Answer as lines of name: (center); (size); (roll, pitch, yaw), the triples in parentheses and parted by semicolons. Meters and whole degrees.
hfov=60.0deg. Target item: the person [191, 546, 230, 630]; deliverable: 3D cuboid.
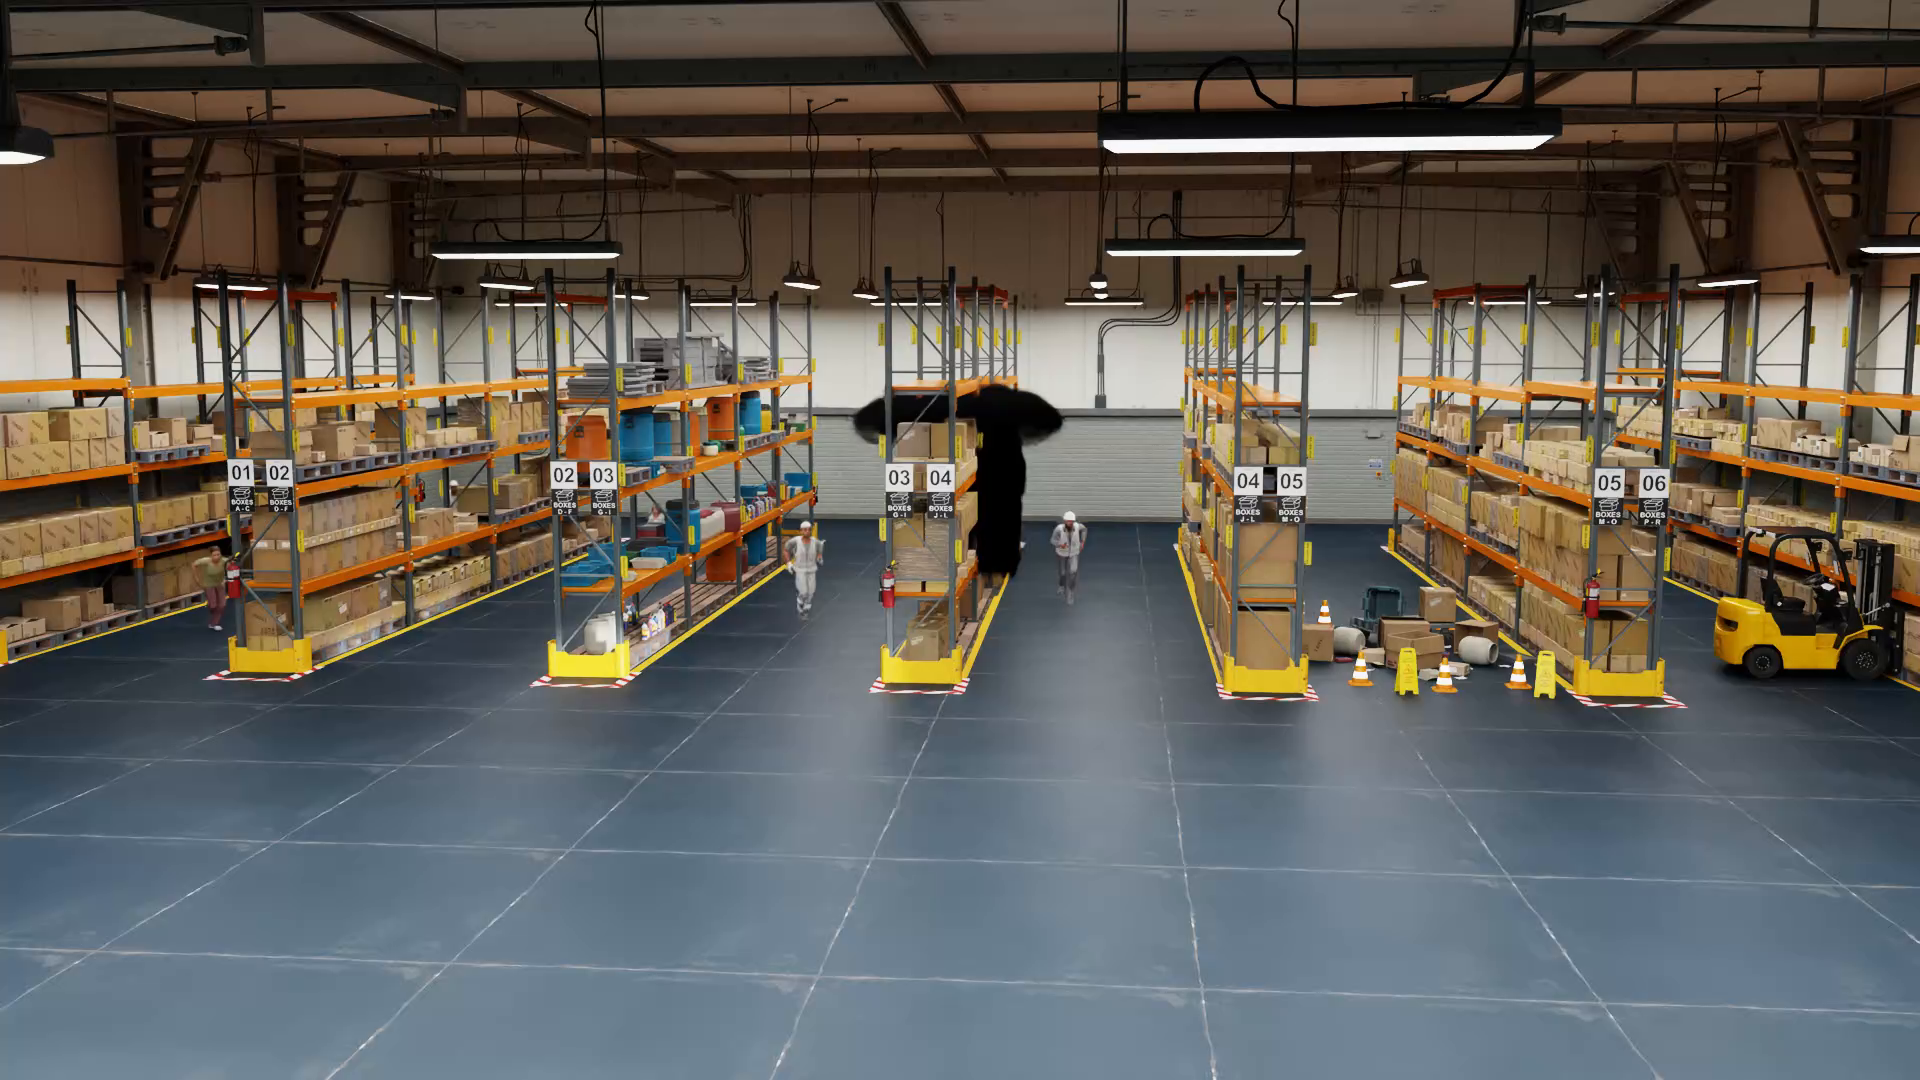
person: (-12.788, 0.824, 28.434); (0.606, 1.494, 0.766); (-4, 8, -32)

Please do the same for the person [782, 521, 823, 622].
person: (-2.620, 0.547, 27.979); (0.666, 1.732, 0.679); (-2, 7, -17)

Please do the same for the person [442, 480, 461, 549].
person: (-11.878, -0.595, 39.342); (0.703, 1.666, 0.769); (-1, 7, -7)

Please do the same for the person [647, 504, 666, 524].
person: (-6.259, 0.038, 34.495); (0.556, 1.604, 0.800); (1, 7, 9)

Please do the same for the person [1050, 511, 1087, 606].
person: (1.983, 0.300, 30.596); (0.703, 1.727, 1.032); (-1, 7, -6)
